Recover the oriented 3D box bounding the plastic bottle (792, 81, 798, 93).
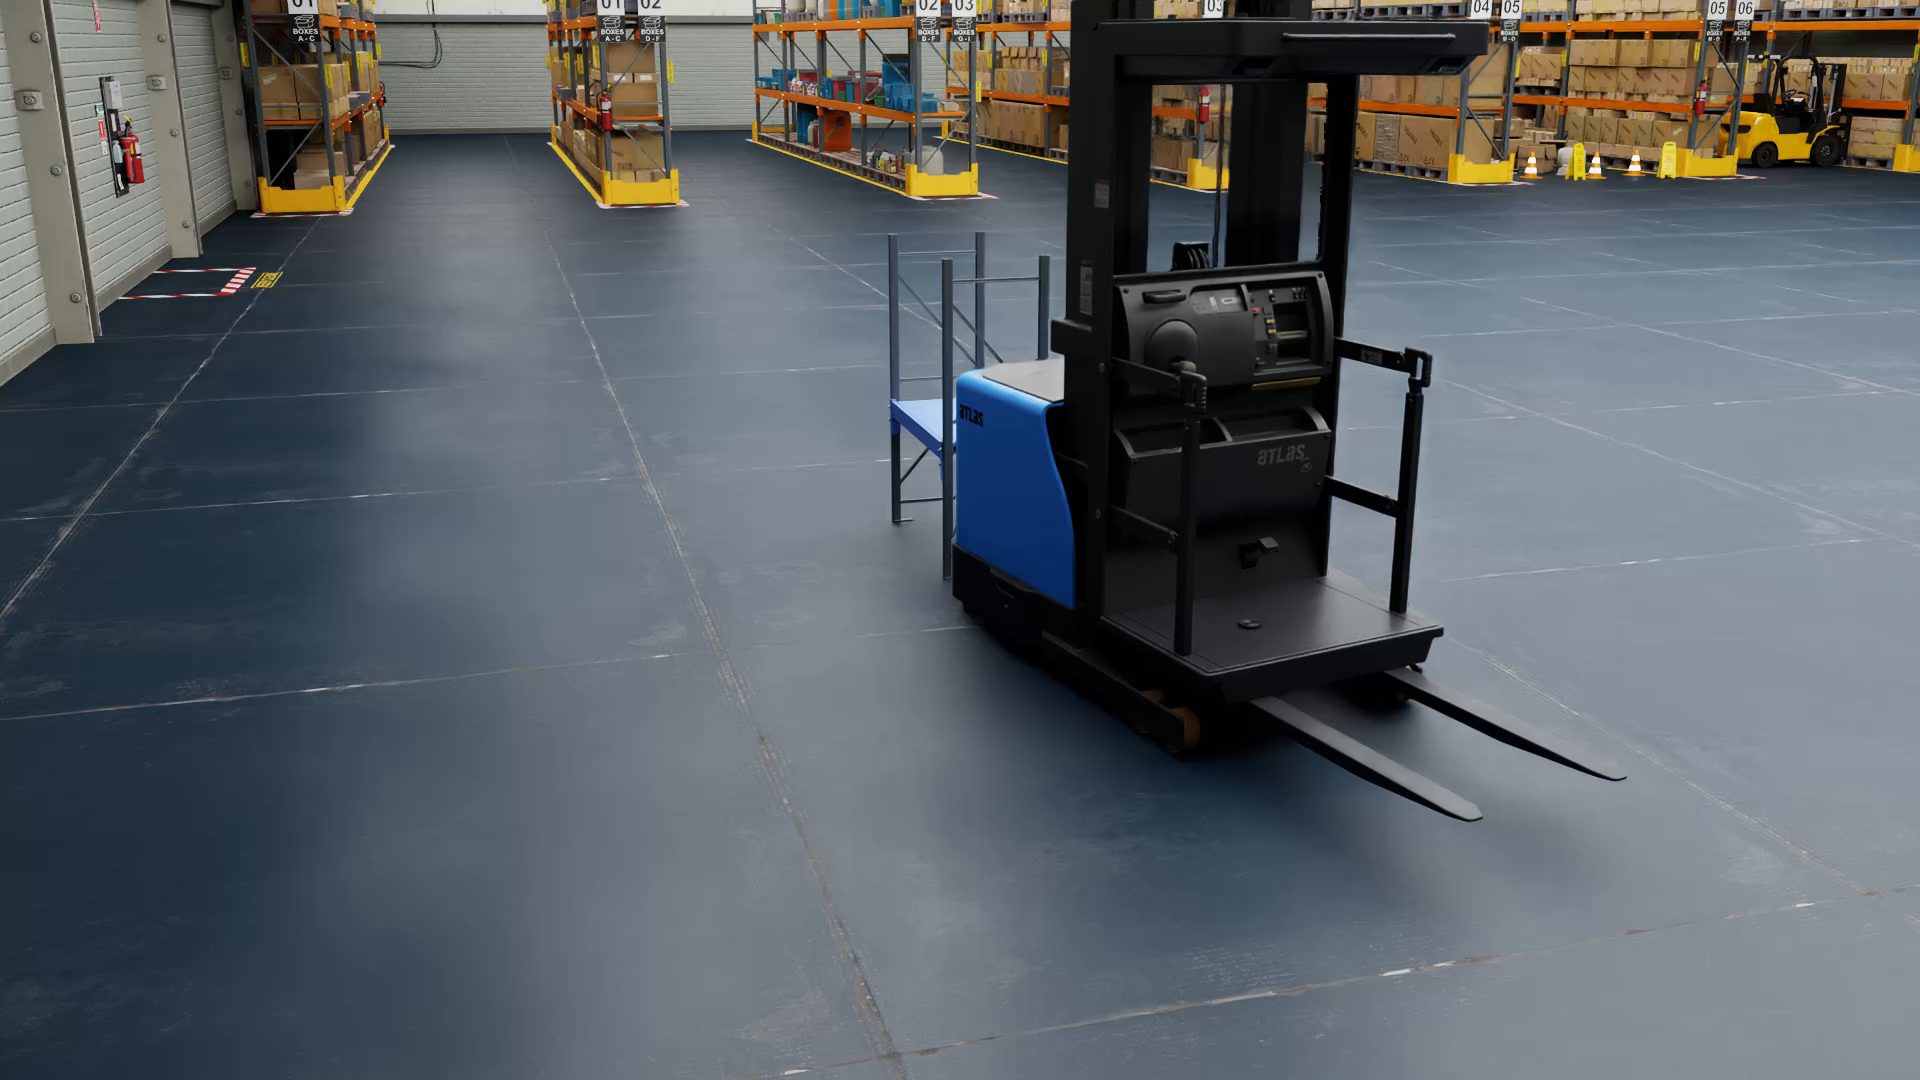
[{"bbox_3d":[-3.672,-10.114,37.123,0.152,0.276,0.135,-5,17,-15],"label":"plastic bottle"}]

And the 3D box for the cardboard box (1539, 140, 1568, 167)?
[{"bbox_3d":[11.942,-7.795,33.528,0.500,0.500,0.500,7,18,23],"label":"cardboard box"}]

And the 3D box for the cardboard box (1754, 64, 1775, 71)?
[{"bbox_3d":[17.420,-10.224,35.972,0.380,0.149,0.250,-4,17,-13],"label":"cardboard box"}]

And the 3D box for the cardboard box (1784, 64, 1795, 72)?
[{"bbox_3d":[17.635,-9.966,35.115,0.380,0.149,0.250,-4,17,-14],"label":"cardboard box"}]

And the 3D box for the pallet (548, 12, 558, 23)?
[{"bbox_3d":[-8.186,-11.203,35.645,1.213,0.211,1.003,-5,17,-15],"label":"pallet"}]

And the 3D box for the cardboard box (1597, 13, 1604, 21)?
[{"bbox_3d":[12.998,-10.469,33.312,0.380,0.149,0.250,-5,17,-15],"label":"cardboard box"}]

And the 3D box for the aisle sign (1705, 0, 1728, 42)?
[{"bbox_3d":[13.793,-9.493,30.323,0.394,0.787,0.004,-5,17,-15],"label":"aisle sign"}]

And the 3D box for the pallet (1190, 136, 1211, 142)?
[{"bbox_3d":[6.241,-9.638,40.170,1.003,0.211,1.213,-5,17,-15],"label":"pallet"}]

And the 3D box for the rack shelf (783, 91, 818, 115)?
[{"bbox_3d":[-2.984,-9.535,36.231,1.077,0.370,4.000,-5,17,-15],"label":"rack shelf"}]

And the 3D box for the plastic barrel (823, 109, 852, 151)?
[{"bbox_3d":[-2.585,-8.622,34.983,0.600,0.830,0.708,-5,17,-15],"label":"plastic barrel"}]

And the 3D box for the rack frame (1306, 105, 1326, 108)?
[{"bbox_3d":[9.658,-12.714,45.564,1.000,3.000,0.127,-5,17,-15],"label":"rack frame"}]

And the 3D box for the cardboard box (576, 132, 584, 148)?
[{"bbox_3d":[-7.046,-7.634,31.728,0.500,0.311,0.500,-5,17,-17],"label":"cardboard box"}]

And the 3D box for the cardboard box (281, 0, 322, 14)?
[{"bbox_3d":[-9.613,-7.936,24.236,0.500,0.500,0.500,-4,17,-14],"label":"cardboard box"}]

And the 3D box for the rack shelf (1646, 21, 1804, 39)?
[{"bbox_3d":[17.178,-11.434,37.338,1.077,0.370,4.000,-5,17,-15],"label":"rack shelf"}]

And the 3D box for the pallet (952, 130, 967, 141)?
[{"bbox_3d":[0.424,-10.380,42.641,1.003,0.211,1.213,-5,17,-15],"label":"pallet"}]

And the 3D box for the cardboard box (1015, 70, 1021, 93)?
[{"bbox_3d":[1.538,-10.305,37.371,0.500,0.500,0.500,-4,17,-14],"label":"cardboard box"}]

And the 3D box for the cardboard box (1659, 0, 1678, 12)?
[{"bbox_3d":[13.531,-10.056,31.245,0.500,0.250,0.500,-5,17,-16],"label":"cardboard box"}]

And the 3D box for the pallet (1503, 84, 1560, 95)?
[{"bbox_3d":[12.440,-9.865,36.413,1.003,0.211,1.213,-5,17,-15],"label":"pallet"}]

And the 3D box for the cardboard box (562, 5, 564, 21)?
[{"bbox_3d":[-7.633,-10.823,33.881,0.910,0.500,0.500,-5,17,-15],"label":"cardboard box"}]

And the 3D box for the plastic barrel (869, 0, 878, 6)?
[{"bbox_3d":[-1.406,-9.776,29.646,0.421,0.512,0.421,0,17,0],"label":"plastic barrel"}]

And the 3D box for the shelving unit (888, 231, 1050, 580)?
[{"bbox_3d":[0.023,-0.695,8.158,0.538,1.500,1.048,-5,17,-15],"label":"shelving unit"}]

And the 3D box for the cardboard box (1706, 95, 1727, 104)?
[{"bbox_3d":[14.161,-8.278,31.234,0.380,0.149,0.250,-5,17,-15],"label":"cardboard box"}]

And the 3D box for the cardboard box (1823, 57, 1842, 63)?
[{"bbox_3d":[17.960,-9.828,34.136,0.380,0.149,0.250,-5,17,-15],"label":"cardboard box"}]

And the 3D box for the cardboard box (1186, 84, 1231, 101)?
[{"bbox_3d":[4.402,-7.850,28.679,0.875,0.500,0.500,-5,17,-15],"label":"cardboard box"}]

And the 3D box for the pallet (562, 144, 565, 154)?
[{"bbox_3d":[-8.485,-8.896,37.702,1.003,0.211,1.213,-5,17,-15],"label":"pallet"}]

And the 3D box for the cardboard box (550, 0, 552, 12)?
[{"bbox_3d":[-8.961,-12.036,37.485,0.500,0.250,0.500,-5,17,-15],"label":"cardboard box"}]

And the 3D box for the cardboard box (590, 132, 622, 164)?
[{"bbox_3d":[-5.858,-6.505,27.639,0.500,0.500,0.500,-5,17,-15],"label":"cardboard box"}]

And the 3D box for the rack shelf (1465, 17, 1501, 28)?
[{"bbox_3d":[8.774,-9.514,30.948,1.077,0.370,4.000,-5,17,-15],"label":"rack shelf"}]

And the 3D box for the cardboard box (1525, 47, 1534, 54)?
[{"bbox_3d":[12.312,-10.470,35.546,0.380,0.149,0.250,-5,18,-18],"label":"cardboard box"}]

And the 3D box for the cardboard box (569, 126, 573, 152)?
[{"bbox_3d":[-7.823,-8.332,34.558,0.500,0.500,0.500,-5,18,-17],"label":"cardboard box"}]

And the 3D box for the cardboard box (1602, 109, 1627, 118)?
[{"bbox_3d":[13.055,-8.509,33.183,0.380,0.149,0.250,-4,17,-12],"label":"cardboard box"}]

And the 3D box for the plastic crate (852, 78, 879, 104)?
[{"bbox_3d":[-1.762,-8.360,30.958,0.402,0.464,0.583,-5,17,-15],"label":"plastic crate"}]

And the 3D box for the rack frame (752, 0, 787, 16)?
[{"bbox_3d":[-4.633,-14.412,40.789,1.000,3.000,0.127,-5,17,-15],"label":"rack frame"}]

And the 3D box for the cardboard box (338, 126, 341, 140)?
[{"bbox_3d":[-11.350,-7.277,29.739,0.500,0.250,0.500,-5,17,-17],"label":"cardboard box"}]

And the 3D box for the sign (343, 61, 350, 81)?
[{"bbox_3d":[-10.341,-7.896,28.020,0.100,0.325,0.005,-5,17,-15],"label":"sign"}]

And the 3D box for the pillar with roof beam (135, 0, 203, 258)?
[{"bbox_3d":[-4.997,-8.009,19.473,9.100,9.000,0.400,-5,17,-15],"label":"pillar with roof beam"}]

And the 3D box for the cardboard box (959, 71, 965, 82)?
[{"bbox_3d":[0.286,-11.565,41.481,0.500,0.250,0.500,-5,18,-17],"label":"cardboard box"}]

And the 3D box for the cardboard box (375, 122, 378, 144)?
[{"bbox_3d":[-13.301,-9.007,36.840,0.700,0.500,0.500,-5,17,-16],"label":"cardboard box"}]

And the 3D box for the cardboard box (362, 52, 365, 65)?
[{"bbox_3d":[-12.413,-9.816,33.888,0.500,0.250,0.500,-4,17,-14],"label":"cardboard box"}]

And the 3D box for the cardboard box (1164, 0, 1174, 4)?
[{"bbox_3d":[3.800,-9.473,29.129,0.380,0.149,0.250,-6,18,-18],"label":"cardboard box"}]

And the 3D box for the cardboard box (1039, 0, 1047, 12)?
[{"bbox_3d":[2.091,-11.568,35.625,0.797,0.503,0.637,-4,17,-12],"label":"cardboard box"}]

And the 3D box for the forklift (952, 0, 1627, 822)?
[{"bbox_3d":[1.097,-0.791,5.989,1.130,2.935,3.031,-9,19,-26],"label":"forklift"}]

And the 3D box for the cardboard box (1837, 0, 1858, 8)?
[{"bbox_3d":[18.161,-10.976,33.481,0.797,0.503,0.637,-4,17,-13],"label":"cardboard box"}]

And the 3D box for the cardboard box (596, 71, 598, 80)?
[{"bbox_3d":[-5.853,-7.742,27.710,0.380,0.149,0.250,-5,17,-17],"label":"cardboard box"}]

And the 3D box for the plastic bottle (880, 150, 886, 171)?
[{"bbox_3d":[-1.344,-6.736,29.502,0.144,0.351,0.185,-5,17,-16],"label":"plastic bottle"}]

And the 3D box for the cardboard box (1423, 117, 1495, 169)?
[{"bbox_3d":[9.073,-7.235,30.287,0.875,0.875,0.875,-5,17,-15],"label":"cardboard box"}]

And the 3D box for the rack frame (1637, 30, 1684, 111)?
[{"bbox_3d":[16.628,-10.895,39.507,1.000,3.000,0.127,-5,17,-15],"label":"rack frame"}]

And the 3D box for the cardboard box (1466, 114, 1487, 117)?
[{"bbox_3d":[11.746,-9.882,39.101,0.875,0.875,0.875,-5,17,-16],"label":"cardboard box"}]

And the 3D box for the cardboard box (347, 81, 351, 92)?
[{"bbox_3d":[-11.641,-8.520,30.663,0.700,0.500,0.500,-6,18,-20],"label":"cardboard box"}]

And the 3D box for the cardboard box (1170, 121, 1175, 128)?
[{"bbox_3d":[5.456,-10.375,41.486,0.380,0.149,0.250,-5,18,-17],"label":"cardboard box"}]

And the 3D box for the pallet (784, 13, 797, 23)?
[{"bbox_3d":[-3.224,-11.570,36.868,1.213,0.211,1.003,-5,17,-15],"label":"pallet"}]

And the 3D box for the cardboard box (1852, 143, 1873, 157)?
[{"bbox_3d":[18.266,-7.809,33.286,0.500,0.250,0.500,-5,17,-15],"label":"cardboard box"}]

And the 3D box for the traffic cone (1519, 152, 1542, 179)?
[{"bbox_3d":[10.543,-6.913,30.662,0.336,0.463,0.334,-5,17,-15],"label":"traffic cone"}]

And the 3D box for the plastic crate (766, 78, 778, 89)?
[{"bbox_3d":[-4.437,-10.946,39.865,0.416,0.233,0.300,-5,17,-15],"label":"plastic crate"}]

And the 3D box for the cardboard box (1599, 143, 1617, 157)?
[{"bbox_3d":[13.164,-7.801,33.258,0.500,0.250,0.500,-5,17,-16],"label":"cardboard box"}]

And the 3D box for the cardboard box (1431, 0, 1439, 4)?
[{"bbox_3d":[8.697,-9.710,29.883,0.380,0.149,0.250,-5,17,-15],"label":"cardboard box"}]

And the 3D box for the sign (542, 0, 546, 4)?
[{"bbox_3d":[-9.918,-12.961,39.652,0.100,0.325,0.005,-5,17,-15],"label":"sign"}]
